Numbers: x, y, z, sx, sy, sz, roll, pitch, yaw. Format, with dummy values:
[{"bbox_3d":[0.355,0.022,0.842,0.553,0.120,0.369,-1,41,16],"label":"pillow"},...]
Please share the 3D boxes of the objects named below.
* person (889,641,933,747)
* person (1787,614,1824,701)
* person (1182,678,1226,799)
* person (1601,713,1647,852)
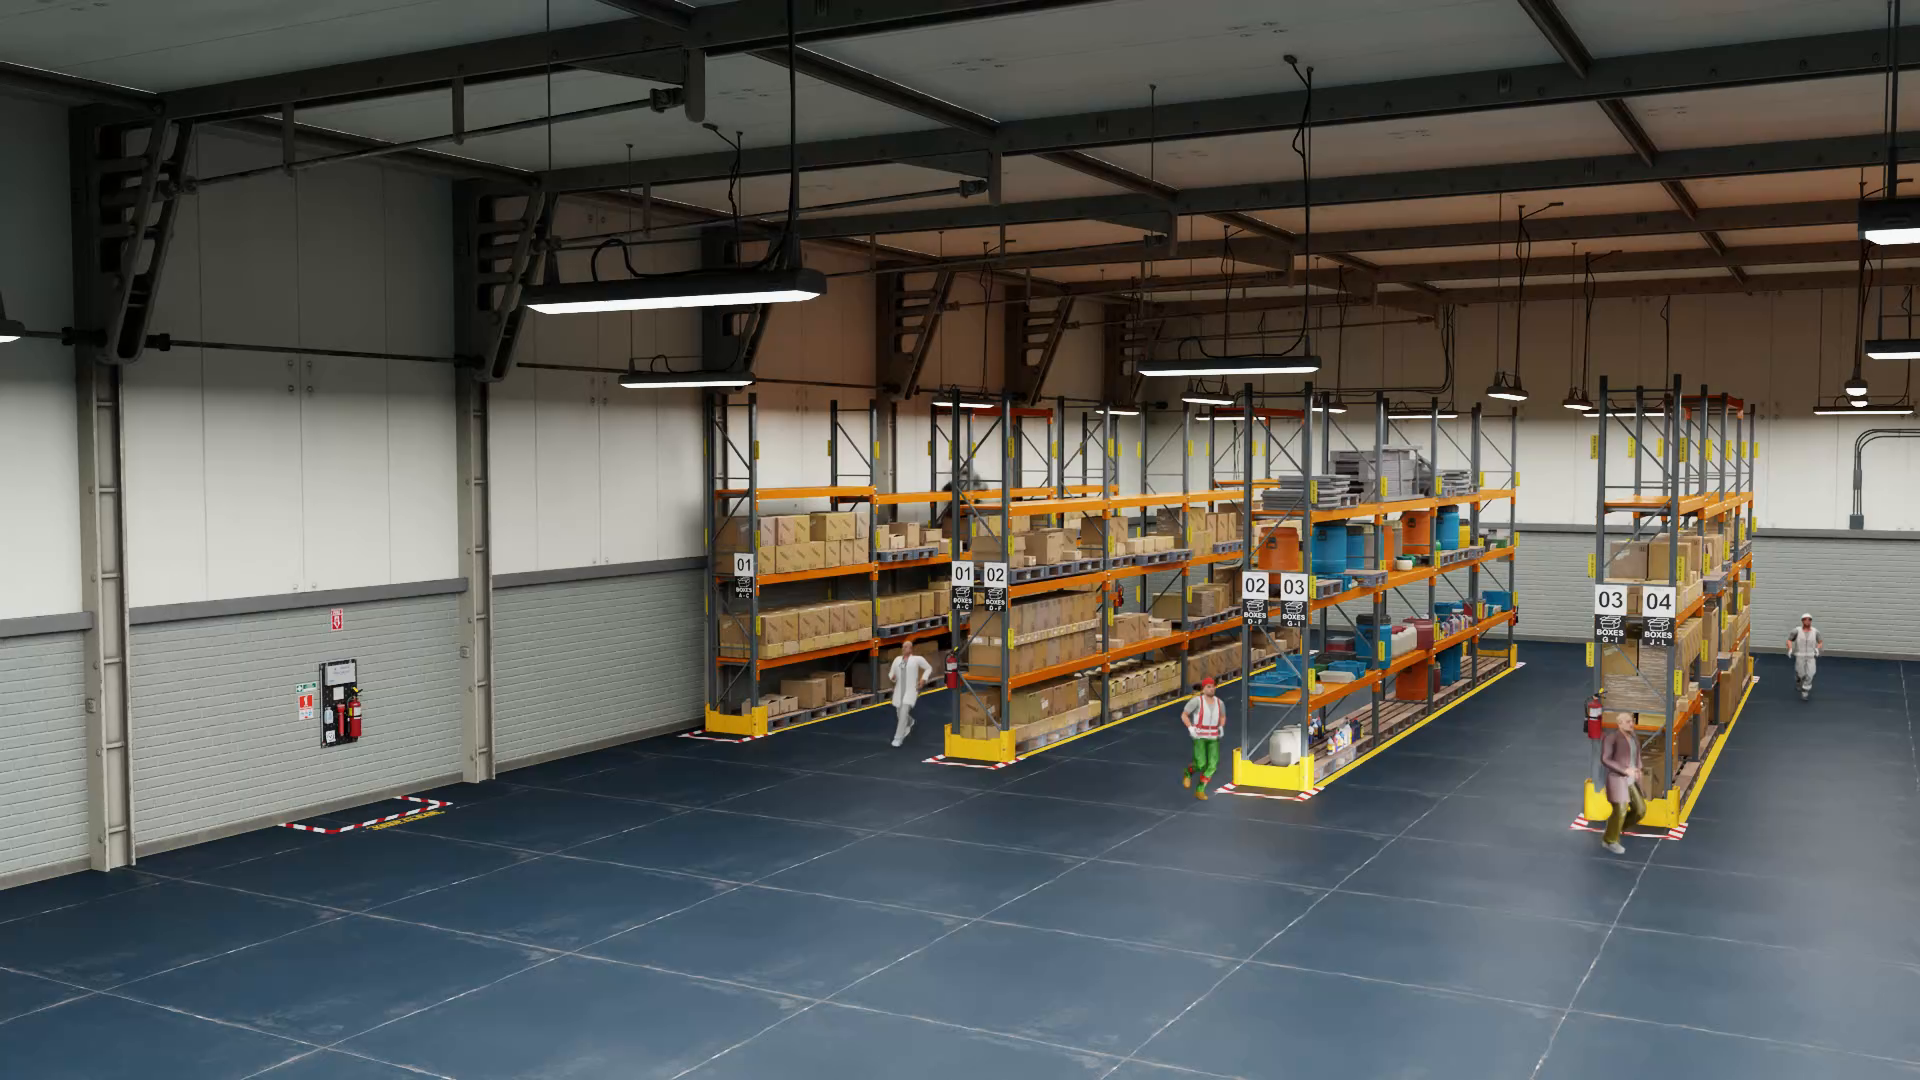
[{"bbox_3d":[-0.934,2.594,28.295,0.723,1.722,1.069,2,3,27],"label":"person"},{"bbox_3d":[16.944,2.340,33.325,0.659,1.739,0.601,1,3,19],"label":"person"},{"bbox_3d":[3.534,2.841,23.981,0.688,1.734,0.578,-1,3,-16],"label":"person"},{"bbox_3d":[8.300,3.019,20.697,0.755,1.743,0.654,-1,3,-25],"label":"person"}]
